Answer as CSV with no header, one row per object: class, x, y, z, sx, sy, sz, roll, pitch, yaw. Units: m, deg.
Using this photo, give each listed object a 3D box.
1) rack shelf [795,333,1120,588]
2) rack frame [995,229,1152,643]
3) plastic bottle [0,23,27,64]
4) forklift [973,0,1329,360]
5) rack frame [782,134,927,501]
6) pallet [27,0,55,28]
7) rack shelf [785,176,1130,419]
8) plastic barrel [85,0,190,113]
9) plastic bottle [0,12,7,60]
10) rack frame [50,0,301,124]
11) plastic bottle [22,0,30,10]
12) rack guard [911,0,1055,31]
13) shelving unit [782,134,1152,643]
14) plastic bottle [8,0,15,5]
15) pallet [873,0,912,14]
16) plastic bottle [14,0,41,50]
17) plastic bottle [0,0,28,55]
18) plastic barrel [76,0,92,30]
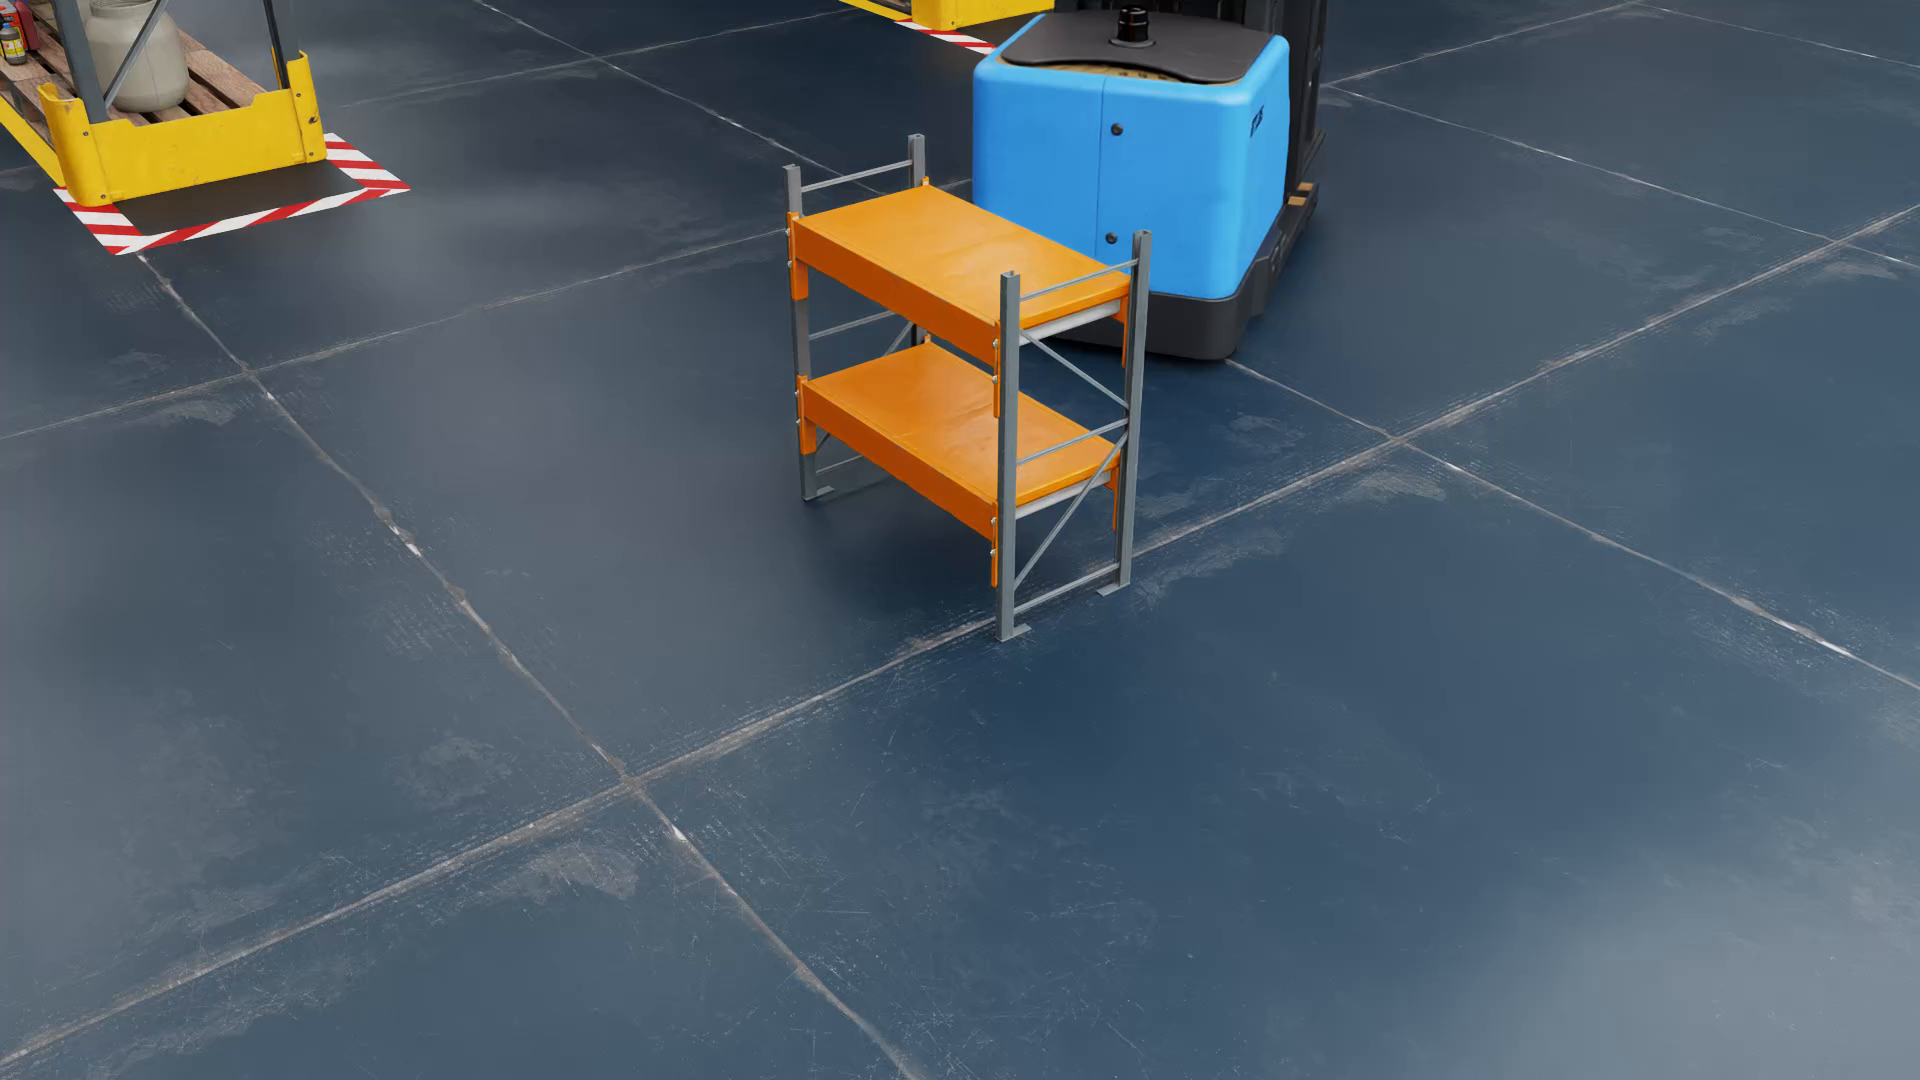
rack shelf,-0.004,-0.273,5.087,0.538,0.278,1.000,-22,38,-31
rack frame,0.308,-0.269,4.617,0.500,1.125,0.032,-22,38,-31
plastic bottle,-5.104,-2.677,8.952,0.097,0.201,0.097,0,32,0
forklift,1.007,-2.683,6.792,1.130,2.935,3.031,11,33,17
rack frame,-0.316,-0.693,5.299,0.500,1.125,0.032,-22,38,-31
pallet,-5.705,-3.244,10.273,1.003,0.211,1.213,-22,38,-31
rack shelf,-0.004,-0.729,4.803,0.538,0.278,1.000,-22,38,-31
plastic barrel,-4.095,-2.426,8.273,0.421,0.512,0.421,0,32,0
plastic bottle,-5.190,-2.754,8.999,0.061,0.283,0.133,-21,38,-30
rack frame,-3.631,-3.055,7.326,1.000,3.000,0.127,-22,38,-31
plastic bottle,-5.439,-3.084,9.537,0.152,0.276,0.135,-22,38,-31
rack guard,0.234,-3.627,10.616,1.175,0.500,0.348,-22,38,-31
shelving unit,-0.004,-0.481,4.958,0.538,1.125,1.048,-22,38,-31
plastic bottle,-5.358,-2.974,9.430,0.097,0.201,0.097,0,32,0
pallet,-0.236,-3.855,11.256,1.003,0.211,1.213,-22,38,-31
plastic bottle,-5.153,-2.860,9.170,0.061,0.283,0.133,-22,38,-31
plastic bottle,-5.237,-2.822,9.116,0.152,0.276,0.135,-22,38,-31
plastic barrel,-4.403,-2.635,8.610,0.421,0.512,0.421,0,32,0
